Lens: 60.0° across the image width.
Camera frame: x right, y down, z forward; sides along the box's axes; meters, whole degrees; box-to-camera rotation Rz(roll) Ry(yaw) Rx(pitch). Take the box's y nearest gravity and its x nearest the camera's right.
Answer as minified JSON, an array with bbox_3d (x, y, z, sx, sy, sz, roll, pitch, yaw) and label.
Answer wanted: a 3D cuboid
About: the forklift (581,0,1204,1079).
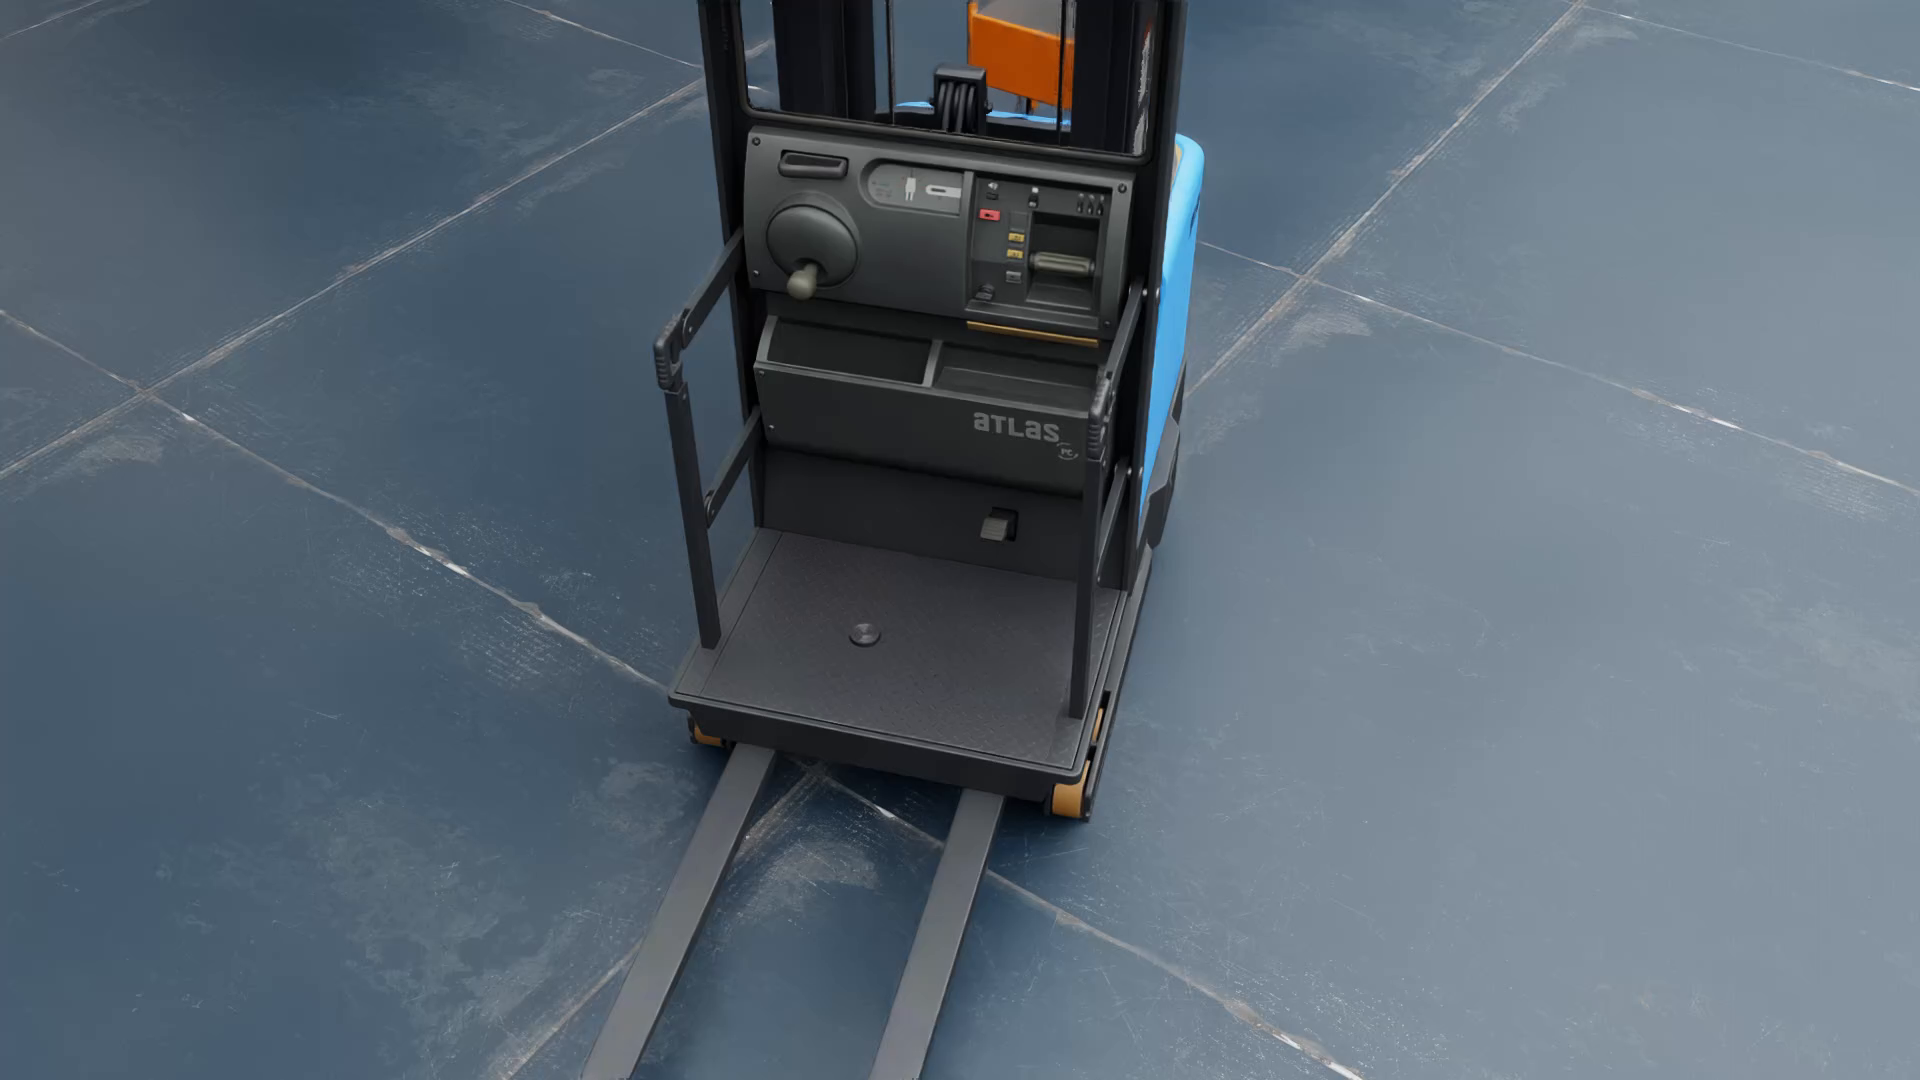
[{"bbox_3d":[-0.115,-0.643,3.770,1.130,2.935,3.031,10,43,11],"label":"forklift"}]

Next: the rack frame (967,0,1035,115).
[{"bbox_3d":[0.141,-1.604,5.466,0.015,2.100,0.400,24,47,25],"label":"rack frame"}]

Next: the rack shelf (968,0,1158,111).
[{"bbox_3d":[0.344,-1.503,5.373,0.480,0.518,0.431,24,47,25],"label":"rack shelf"}]

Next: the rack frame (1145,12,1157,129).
[{"bbox_3d":[0.546,-1.423,5.262,0.015,2.100,0.400,24,47,25],"label":"rack frame"}]

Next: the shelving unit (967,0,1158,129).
[{"bbox_3d":[0.343,-1.513,5.364,0.503,2.100,0.431,24,47,25],"label":"shelving unit"}]
